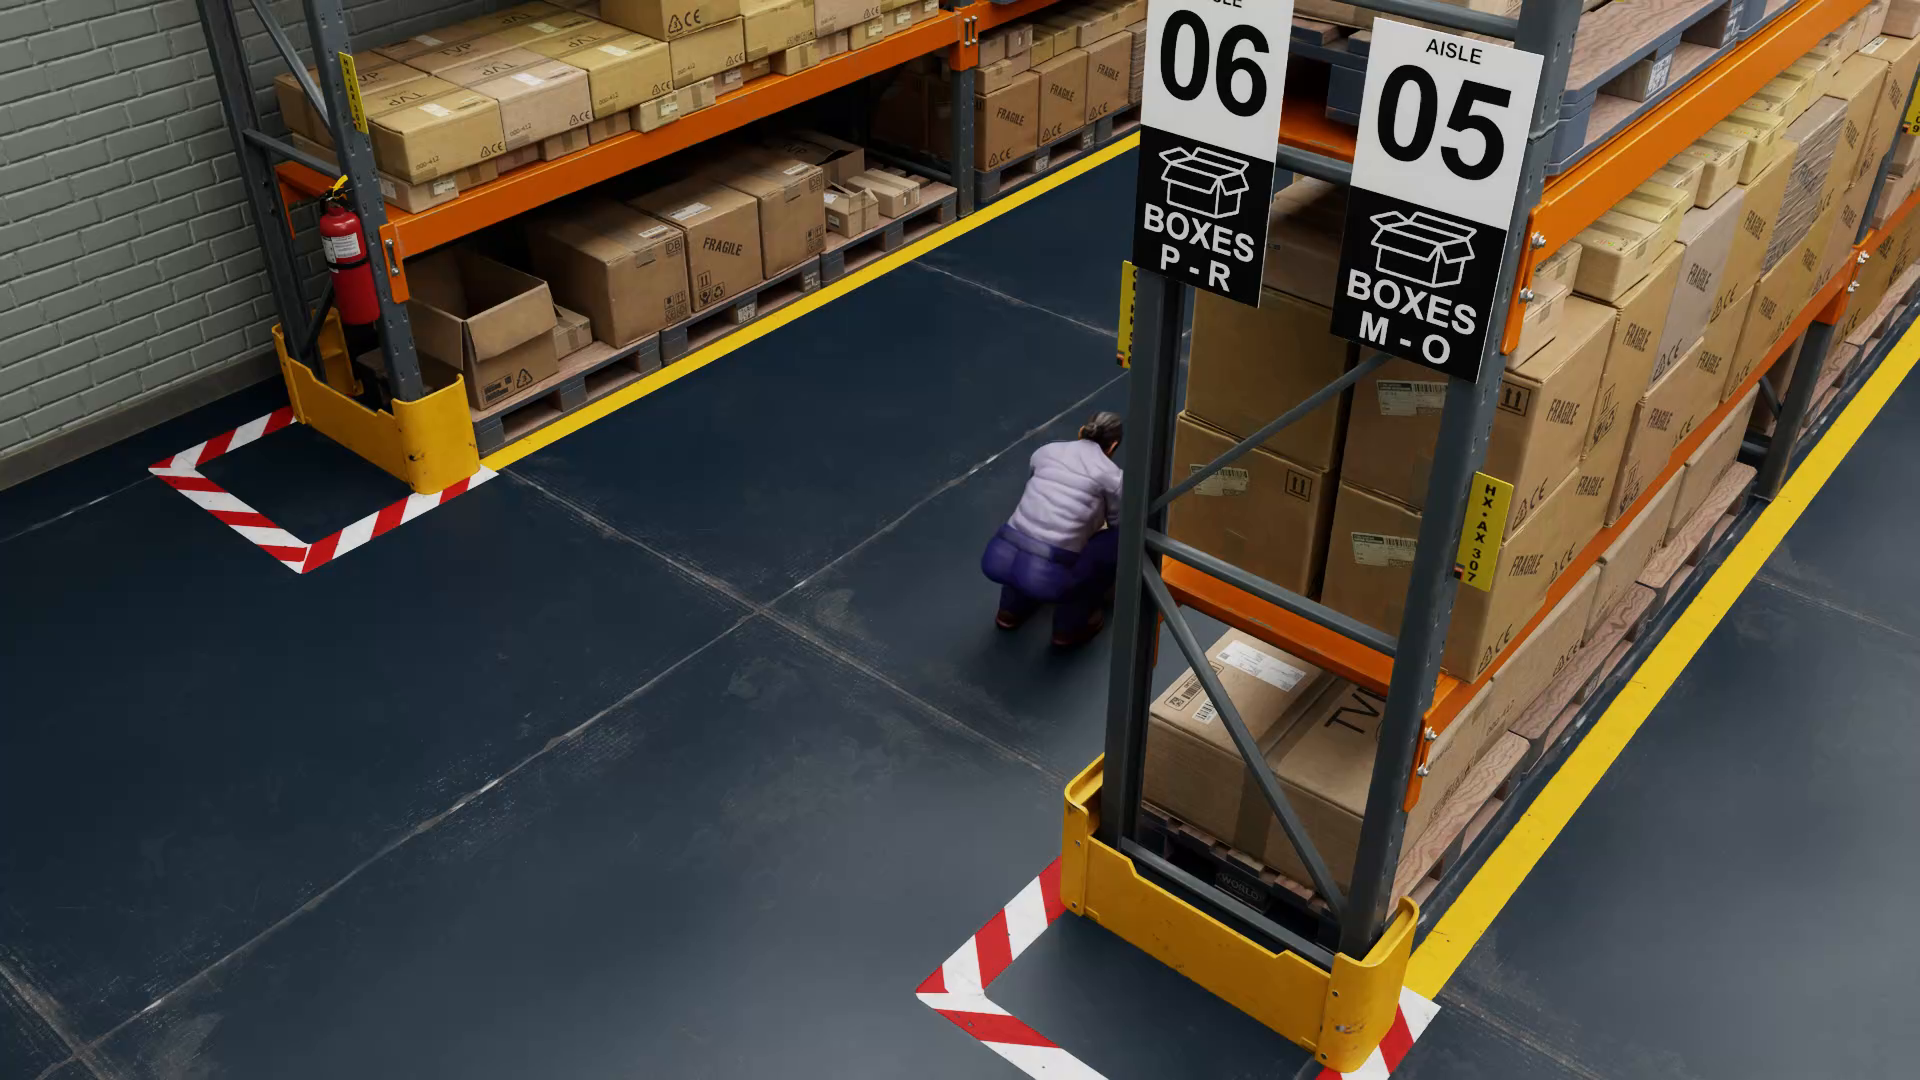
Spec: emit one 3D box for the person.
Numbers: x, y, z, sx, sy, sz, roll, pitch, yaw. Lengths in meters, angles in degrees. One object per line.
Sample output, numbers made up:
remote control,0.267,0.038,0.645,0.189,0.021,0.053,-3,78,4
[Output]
person,0.435,-0.027,6.910,0.517,0.834,0.814,26,43,32
